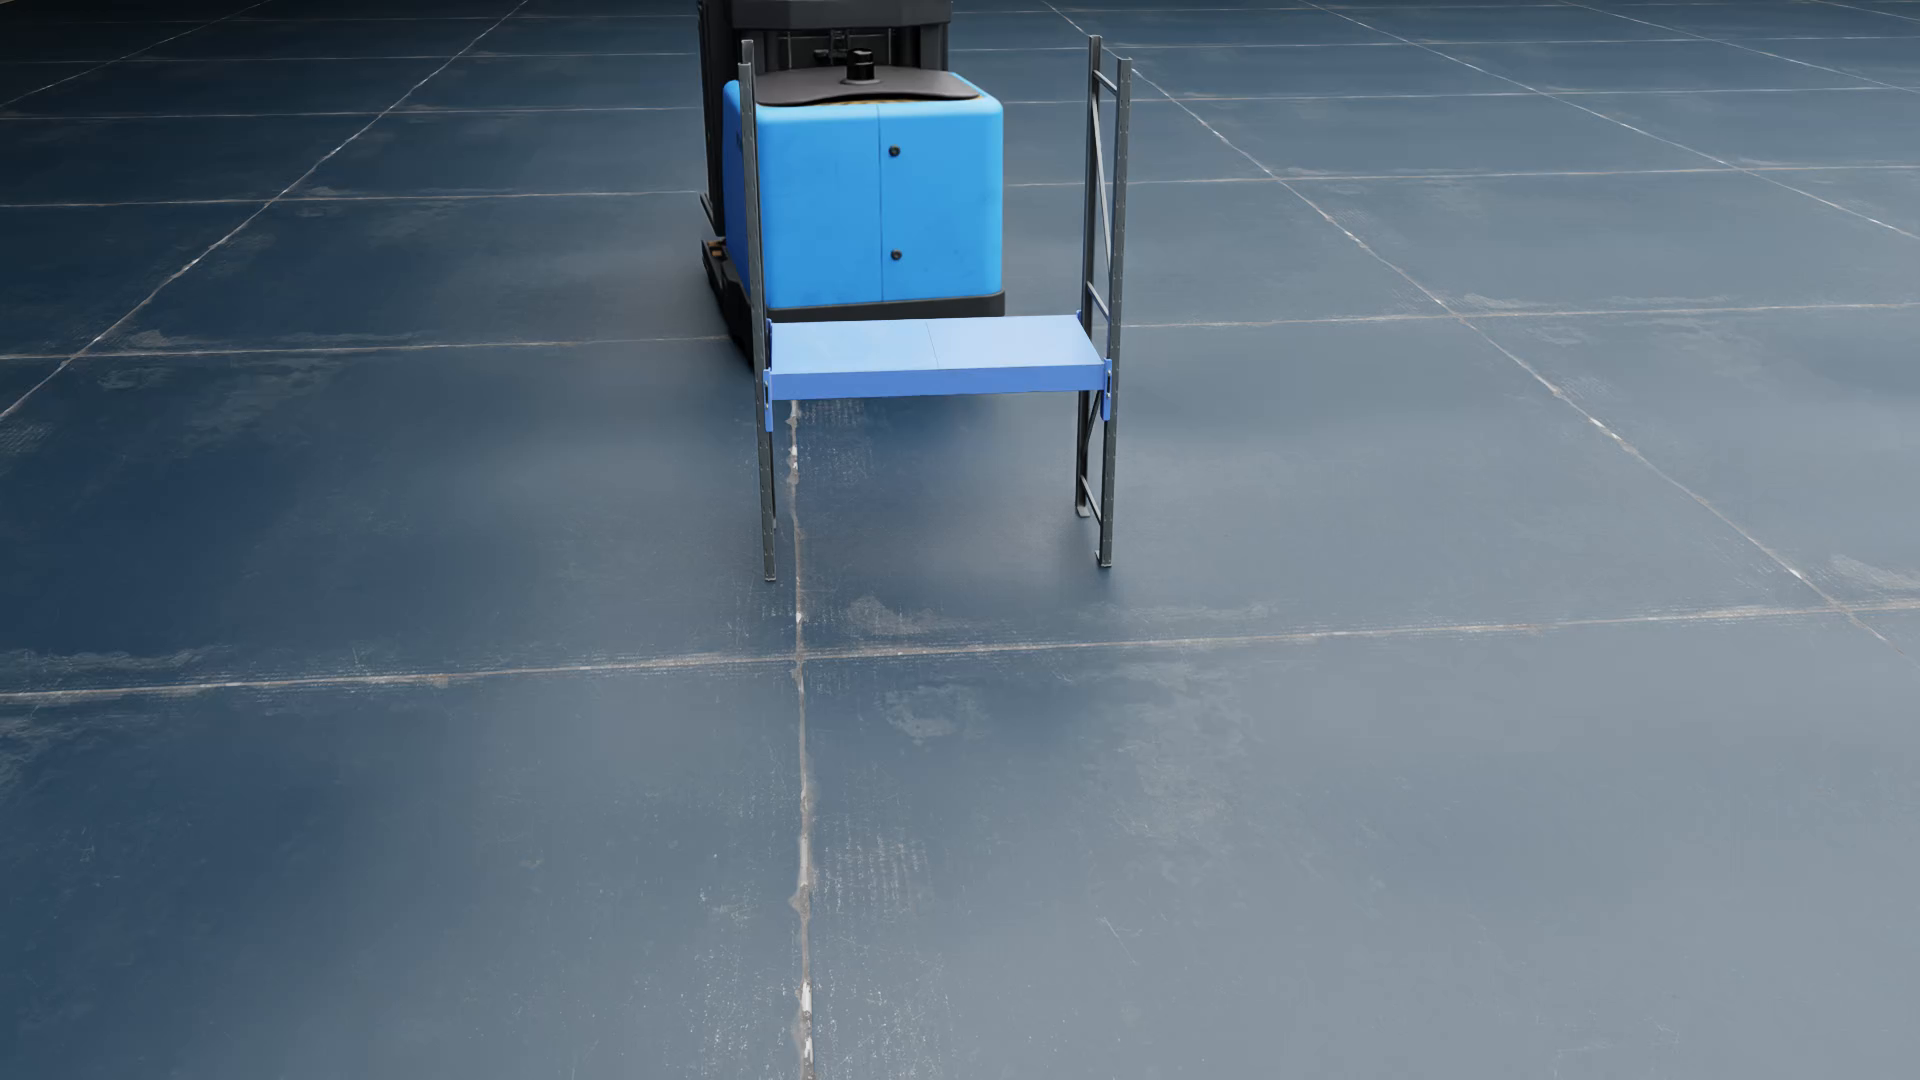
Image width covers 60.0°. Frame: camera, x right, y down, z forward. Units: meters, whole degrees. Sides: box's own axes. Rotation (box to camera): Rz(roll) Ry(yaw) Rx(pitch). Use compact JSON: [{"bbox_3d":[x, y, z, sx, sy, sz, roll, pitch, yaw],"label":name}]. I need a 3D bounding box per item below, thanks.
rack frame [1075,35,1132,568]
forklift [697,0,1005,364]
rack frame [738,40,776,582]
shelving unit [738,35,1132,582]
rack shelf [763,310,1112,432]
[{"bbox_3d":[0.421,-0.702,4.983,0.032,1.500,0.500,-2,24,-5],"label":"rack frame"},{"bbox_3d":[-0.652,-2.597,7.484,1.130,2.935,3.031,-5,25,-12],"label":"forklift"},{"bbox_3d":[-0.591,-0.662,4.892,0.032,1.500,0.500,-2,24,-5],"label":"rack frame"},{"bbox_3d":[-0.085,-0.682,4.938,1.048,1.500,0.538,-2,24,-5],"label":"shelving unit"},{"bbox_3d":[-0.085,-0.518,5.011,1.000,0.185,0.538,-2,24,-5],"label":"rack shelf"}]
